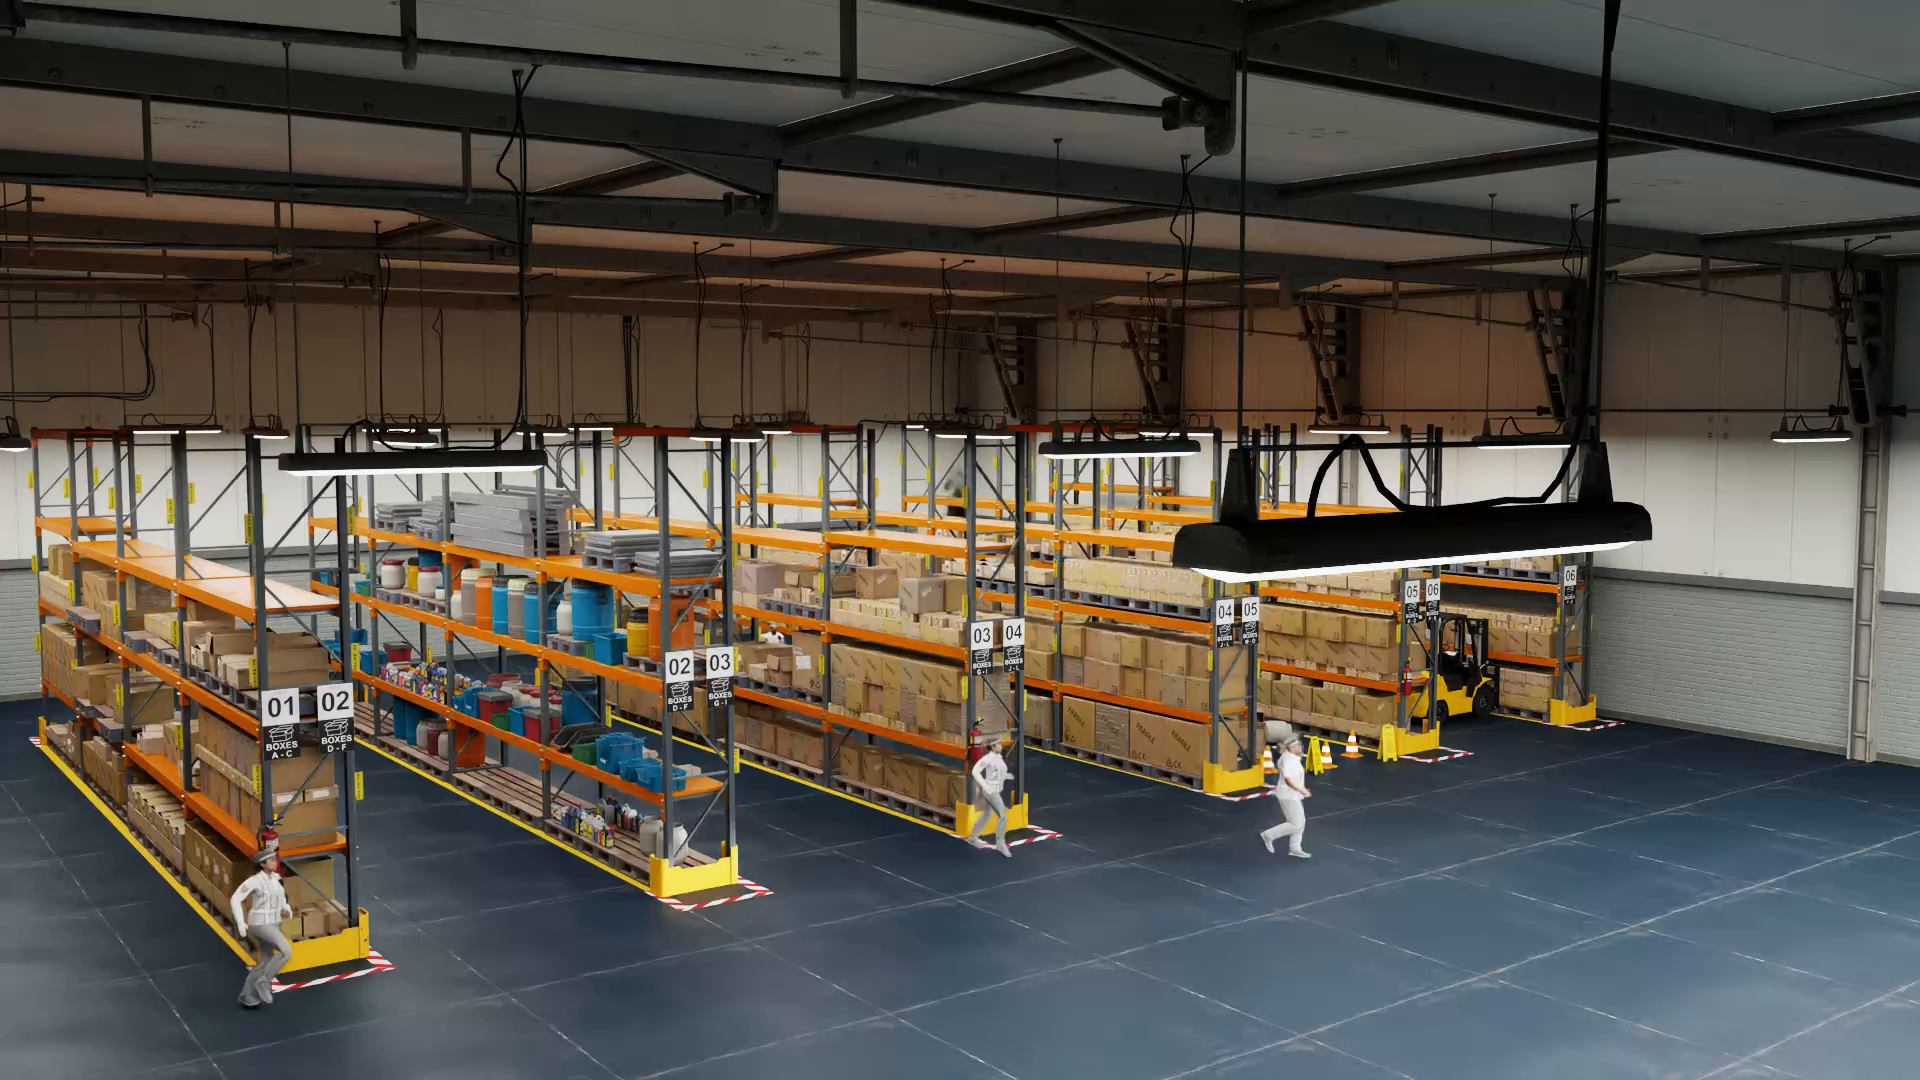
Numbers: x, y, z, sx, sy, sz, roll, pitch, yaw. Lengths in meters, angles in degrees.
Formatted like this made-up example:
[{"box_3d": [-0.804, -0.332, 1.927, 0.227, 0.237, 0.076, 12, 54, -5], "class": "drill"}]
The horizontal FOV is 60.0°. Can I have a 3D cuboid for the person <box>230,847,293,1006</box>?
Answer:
[{"box_3d": [-7.363, 4.103, 17.759, 0.600, 1.626, 0.605, 1, 5, 8], "class": "person"}]

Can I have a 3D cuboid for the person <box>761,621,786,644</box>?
[{"box_3d": [-4.087, 2.629, 36.533, 0.553, 1.753, 0.799, -3, 5, -32], "class": "person"}]

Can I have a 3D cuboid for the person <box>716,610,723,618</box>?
[{"box_3d": [-6.181, 2.320, 41.295, 0.504, 1.543, 0.733, -4, 6, -44], "class": "person"}]

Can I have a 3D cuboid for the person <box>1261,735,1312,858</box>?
[{"box_3d": [4.613, 3.621, 23.517, 0.749, 1.775, 0.666, 0, 4, 3], "class": "person"}]

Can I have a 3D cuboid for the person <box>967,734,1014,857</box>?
[{"box_3d": [0.433, 3.626, 23.691, 0.703, 1.747, 0.609, 1, 5, 16], "class": "person"}]
